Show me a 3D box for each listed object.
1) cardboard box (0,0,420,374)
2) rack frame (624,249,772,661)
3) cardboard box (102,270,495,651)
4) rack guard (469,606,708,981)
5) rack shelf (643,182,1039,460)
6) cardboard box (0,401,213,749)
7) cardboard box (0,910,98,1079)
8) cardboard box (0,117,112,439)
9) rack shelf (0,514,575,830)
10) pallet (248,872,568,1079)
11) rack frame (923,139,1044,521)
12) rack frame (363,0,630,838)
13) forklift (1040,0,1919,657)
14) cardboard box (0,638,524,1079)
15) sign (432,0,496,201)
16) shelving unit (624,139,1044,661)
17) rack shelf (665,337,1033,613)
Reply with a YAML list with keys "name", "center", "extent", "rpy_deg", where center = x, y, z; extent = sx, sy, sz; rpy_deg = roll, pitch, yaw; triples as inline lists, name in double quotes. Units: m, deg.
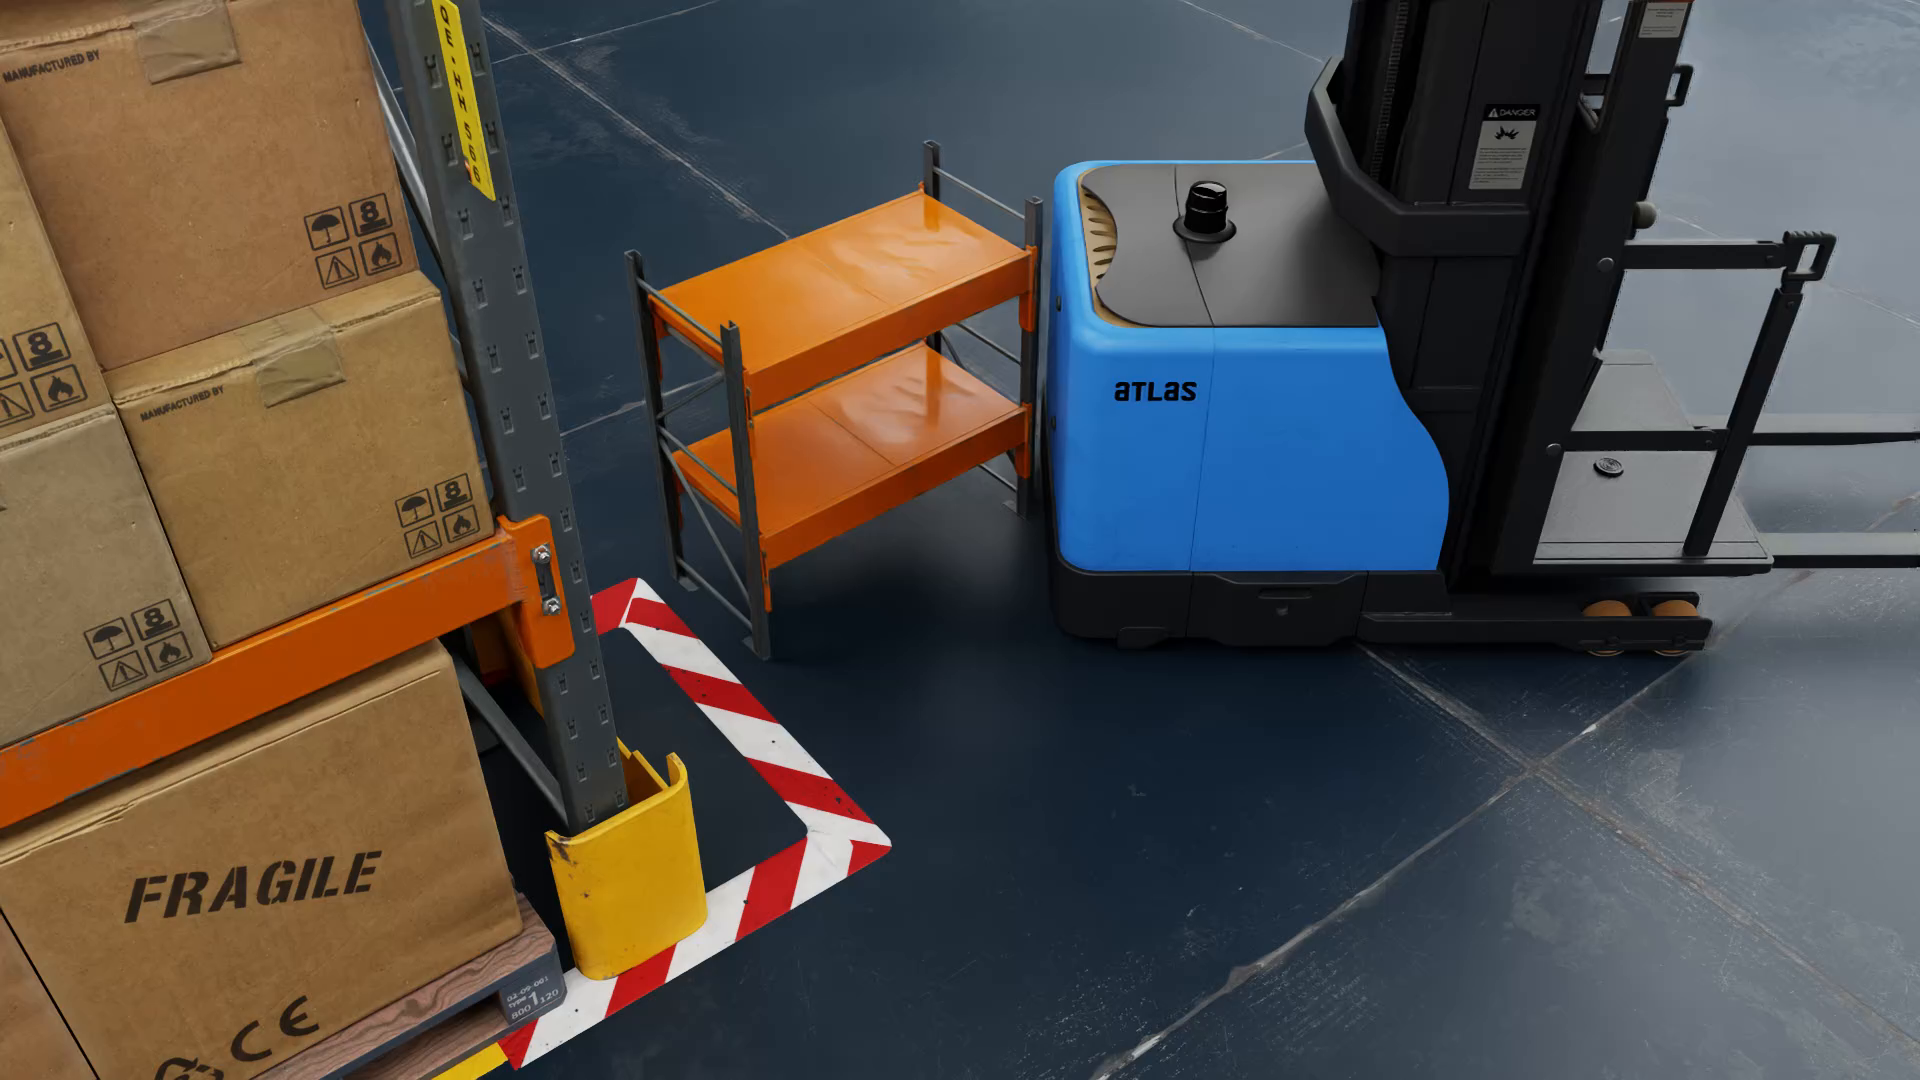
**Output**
- name: "cardboard box"
  center: [-1.428, -0.794, 2.883]
  extent: [0.550, 0.550, 0.875]
  rpy_deg: [-26, 46, -28]
- name: "rack frame"
  center: [-0.719, -0.210, 4.620]
  extent: [0.032, 1.125, 0.500]
  rpy_deg: [-28, 47, -30]
- name: "cardboard box"
  center: [-1.376, -0.334, 3.174]
  extent: [0.550, 0.550, 0.875]
  rpy_deg: [-26, 46, -28]
- name: "rack guard"
  center: [-1.091, 0.515, 4.228]
  extent: [0.348, 0.500, 1.175]
  rpy_deg: [-26, 46, -28]
- name: "rack shelf"
  center: [-0.329, -0.643, 4.686]
  extent: [1.000, 0.278, 0.538]
  rpy_deg: [-28, 47, -30]
- name: "cardboard box"
  center: [-1.799, -0.110, 2.901]
  extent: [0.550, 0.550, 0.875]
  rpy_deg: [-26, 46, -28]
- name: "cardboard box"
  center: [-2.304, 0.853, 3.189]
  extent: [0.875, 0.875, 0.875]
  rpy_deg: [-27, 46, -29]
- name: "cardboard box"
  center: [-1.808, -0.535, 2.567]
  extent: [0.550, 0.550, 0.875]
  rpy_deg: [-26, 46, -28]
- name: "rack shelf"
  center: [-2.696, 0.609, 2.710]
  extent: [4.000, 0.370, 1.077]
  rpy_deg: [-26, 46, -28]
- name: "pallet"
  center: [-1.696, 0.984, 3.884]
  extent: [1.213, 0.211, 1.003]
  rpy_deg: [-26, 46, -28]
- name: "rack frame"
  center: [0.062, -0.624, 5.123]
  extent: [0.032, 1.125, 0.500]
  rpy_deg: [-28, 47, -30]
- name: "rack frame"
  center: [-1.110, -0.442, 3.424]
  extent: [0.127, 3.000, 1.000]
  rpy_deg: [-26, 46, -28]
- name: "forklift"
  center: [1.783, -1.133, 4.320]
  extent: [3.031, 2.935, 1.130]
  rpy_deg: [0, 39, 0]
- name: "cardboard box"
  center: [-1.607, 0.512, 3.605]
  extent: [0.875, 0.875, 0.875]
  rpy_deg: [-26, 46, -28]
- name: "sign"
  center: [-0.790, -0.703, 2.642]
  extent: [0.005, 0.325, 0.100]
  rpy_deg: [-26, 46, -28]
- name: "shelving unit"
  center: [-0.329, -0.417, 4.871]
  extent: [1.048, 1.125, 0.538]
  rpy_deg: [-28, 47, -30]
- name: "rack shelf"
  center: [-0.329, -0.228, 5.026]
  extent: [1.000, 0.278, 0.538]
  rpy_deg: [-28, 47, -30]
